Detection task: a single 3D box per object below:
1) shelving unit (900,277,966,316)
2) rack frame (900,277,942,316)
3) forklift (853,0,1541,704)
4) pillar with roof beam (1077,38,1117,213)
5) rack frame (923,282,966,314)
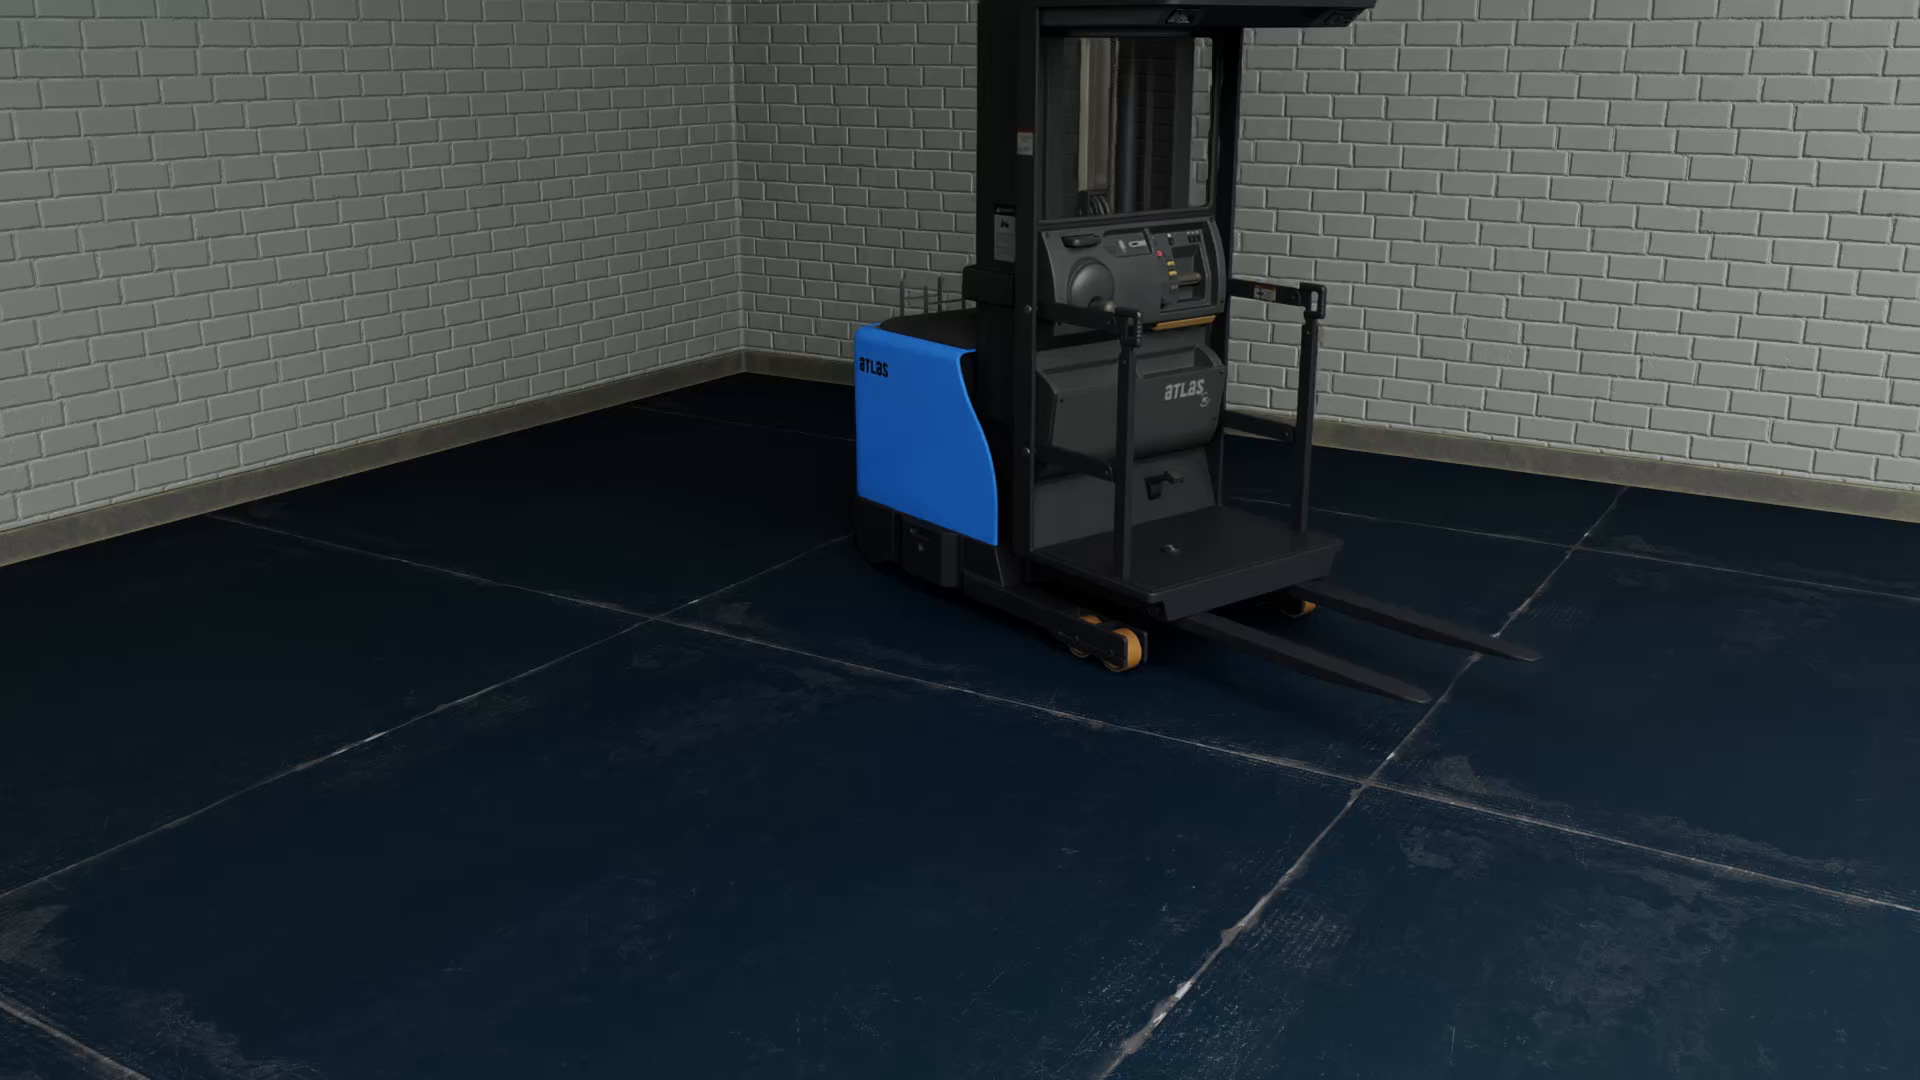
[{"bbox_3d":[-0.127,-0.620,7.857,0.258,1.200,0.189,-13,21,-36],"label":"shelving unit"},{"bbox_3d":[-0.183,-0.641,7.926,0.240,1.200,0.006,-13,21,-36],"label":"rack frame"},{"bbox_3d":[0.823,-1.068,6.354,1.130,2.935,3.031,-13,21,-36],"label":"forklift"},{"bbox_3d":[-1.318,-3.953,5.413,0.400,9.000,9.100,10,20,30],"label":"pillar with roof beam"},{"bbox_3d":[-0.070,-0.599,7.788,0.240,1.200,0.006,-13,21,-36],"label":"rack frame"}]
